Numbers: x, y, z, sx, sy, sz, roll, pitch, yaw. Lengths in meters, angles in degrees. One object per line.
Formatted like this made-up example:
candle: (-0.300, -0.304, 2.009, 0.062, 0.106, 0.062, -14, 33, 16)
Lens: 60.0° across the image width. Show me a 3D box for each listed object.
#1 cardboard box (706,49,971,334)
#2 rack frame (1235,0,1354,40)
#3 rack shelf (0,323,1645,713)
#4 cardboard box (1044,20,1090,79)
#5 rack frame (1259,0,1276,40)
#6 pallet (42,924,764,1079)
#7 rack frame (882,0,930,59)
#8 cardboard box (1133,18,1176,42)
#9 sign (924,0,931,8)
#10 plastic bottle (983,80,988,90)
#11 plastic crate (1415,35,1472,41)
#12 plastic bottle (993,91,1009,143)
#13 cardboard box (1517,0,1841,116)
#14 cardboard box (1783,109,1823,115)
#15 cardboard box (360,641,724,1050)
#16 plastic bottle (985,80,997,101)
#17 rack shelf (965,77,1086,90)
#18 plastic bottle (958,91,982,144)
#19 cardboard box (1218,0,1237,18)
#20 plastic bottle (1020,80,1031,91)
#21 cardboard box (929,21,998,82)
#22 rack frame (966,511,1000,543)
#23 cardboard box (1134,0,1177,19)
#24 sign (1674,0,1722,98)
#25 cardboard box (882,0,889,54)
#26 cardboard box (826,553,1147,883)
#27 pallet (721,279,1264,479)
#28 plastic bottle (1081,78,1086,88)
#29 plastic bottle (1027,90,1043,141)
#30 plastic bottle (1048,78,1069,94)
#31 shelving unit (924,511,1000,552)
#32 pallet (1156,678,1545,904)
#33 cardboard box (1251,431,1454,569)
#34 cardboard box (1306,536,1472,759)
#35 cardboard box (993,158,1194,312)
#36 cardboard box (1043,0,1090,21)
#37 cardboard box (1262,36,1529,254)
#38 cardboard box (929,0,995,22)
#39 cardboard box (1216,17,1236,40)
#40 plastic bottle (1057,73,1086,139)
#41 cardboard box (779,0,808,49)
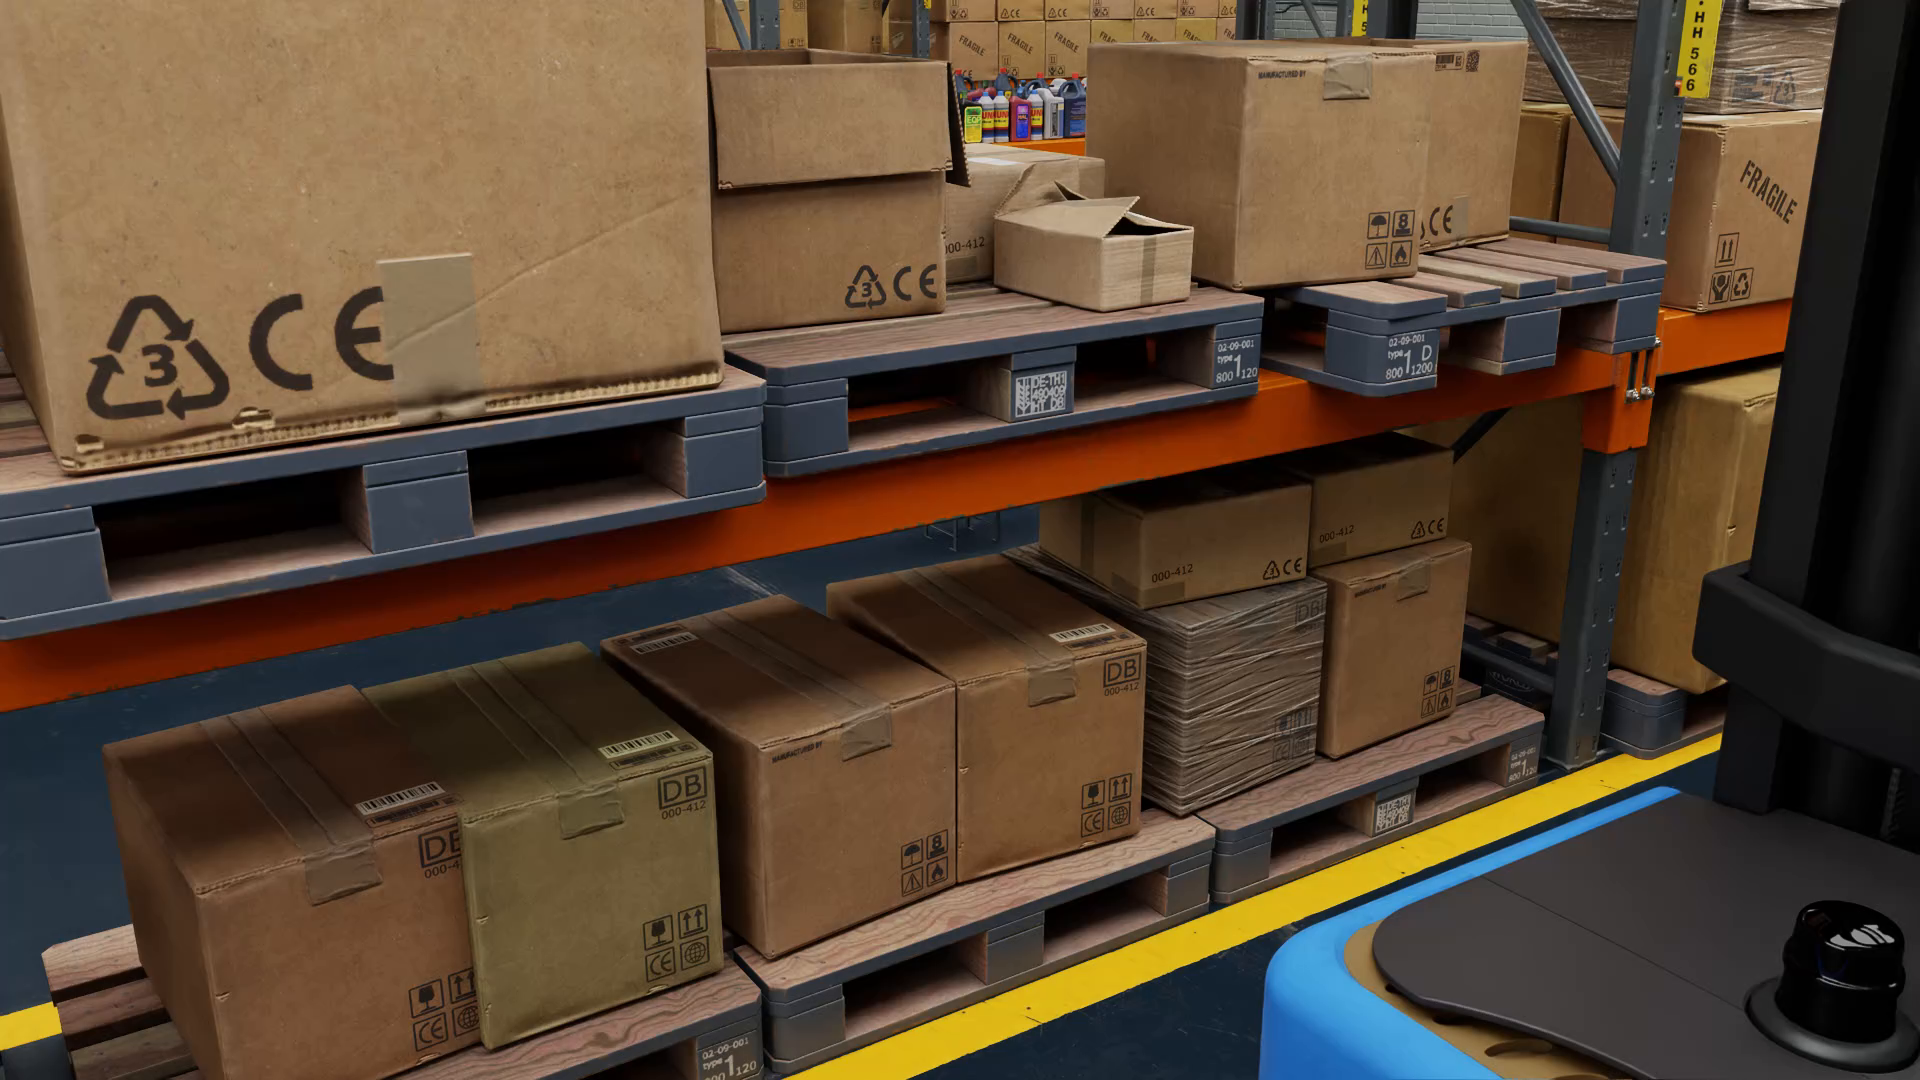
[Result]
cardboard box: (-0.422, -0.769, 3.520, 0.637, 0.503, 0.797, -9, 21, -26)
rack frame: (2.139, -2.925, 10.714, 0.127, 3.000, 1.000, -12, 22, -31)
rack shelf: (-0.148, -0.203, 3.785, 4.000, 0.370, 1.077, -12, 22, -31)
cardboard box: (0.838, -4.494, 15.197, 0.500, 0.500, 0.500, -12, 22, -32)
rack frame: (2.758, -4.956, 16.719, 0.127, 3.000, 1.000, -12, 22, -31)
pallet: (-1.169, 0.992, 3.481, 1.213, 0.211, 1.003, -12, 22, -31)
rack frame: (-0.583, -4.251, 14.635, 0.127, 3.000, 1.000, -12, 22, -31)
cardboard box: (1.683, -4.672, 15.726, 0.500, 0.500, 0.500, -12, 22, -31)
sign: (-0.274, -4.652, 14.013, 0.005, 0.325, 0.100, -12, 22, -31)
plastic bottle: (0.121, -2.608, 9.959, 0.133, 0.283, 0.061, -12, 22, -31)
plastic crate: (3.022, -3.074, 10.961, 0.583, 0.464, 0.402, -12, 22, -31)
plastic bottle: (0.221, -2.326, 9.141, 0.097, 0.271, 0.097, 0, 19, 0)
cardboard box: (2.141, -1.543, 4.903, 0.637, 0.503, 0.797, -11, 22, -30)
cardboard box: (2.507, -1.048, 5.004, 0.500, 0.500, 0.500, -13, 22, -33)
cardboard box: (-0.885, 0.603, 3.494, 0.500, 0.500, 0.700, -12, 22, -32)
plastic bottle: (0.155, -2.592, 9.910, 0.133, 0.283, 0.061, -12, 22, -31)
rack shelf: (1.088, -4.262, 15.793, 4.000, 0.370, 1.077, -12, 22, -31)
plastic bottle: (0.053, -2.289, 9.014, 0.133, 0.283, 0.061, -12, 22, -31)
cardboard box: (2.538, -5.325, 16.094, 0.500, 0.500, 0.500, -12, 22, -32)
plastic bottle: (0.382, -2.651, 10.102, 0.097, 0.271, 0.097, 0, 19, 0)
cardboard box: (-0.007, -4.315, 14.669, 0.500, 0.500, 0.500, -11, 22, -30)
rack frame: (0.092, -0.446, 6.658, 0.006, 0.900, 0.240, -12, 22, -31)
cardboard box: (1.686, -5.143, 15.556, 0.500, 0.500, 0.500, -11, 22, -30)
sign: (1.828, -1.264, 4.114, 0.005, 0.325, 0.100, -12, 22, -31)
cardboard box: (-0.991, -6.198, 19.927, 0.700, 0.700, 0.980, -12, 22, -32)
cardboard box: (0.047, 0.406, 4.077, 0.500, 0.500, 0.700, -10, 21, -27)
pallet: (-0.109, -0.446, 3.679, 1.213, 0.211, 1.003, -12, 22, -31)
plastic bottle: (0.769, -2.724, 10.312, 0.135, 0.276, 0.152, -12, 22, -31)
plastic bottle: (0.413, -2.366, 9.261, 0.097, 0.271, 0.097, 0, 19, 0)
plastic bottle: (0.575, -2.683, 10.191, 0.135, 0.276, 0.152, -12, 22, -31)
shelving unit: (0.007, -0.428, 6.605, 0.210, 0.900, 0.258, -12, 22, -31)
pallet: (0.868, 0.562, 4.752, 1.213, 0.211, 1.003, -12, 22, -31)
cardboard box: (0.979, -0.149, 4.549, 0.500, 0.250, 0.500, -11, 22, -29)
cardboard box: (0.973, 0.203, 4.677, 0.500, 0.500, 0.700, -13, 23, -34)
cardboard box: (0.278, -0.665, 3.583, 0.258, 0.266, 0.396, -13, 22, -33)
cardboard box: (0.826, -4.961, 15.019, 0.500, 0.500, 0.500, -13, 22, -33)
cardboard box: (1.093, -1.037, 4.315, 0.500, 0.500, 0.500, -15, 24, -38)
cardboard box: (-0.034, -4.780, 14.482, 0.500, 0.500, 0.500, -11, 22, -30)
cardboard box: (2.534, -4.851, 16.255, 0.500, 0.500, 0.500, -11, 22, -30)
plastic bottle: (0.631, -2.459, 9.411, 0.185, 0.351, 0.144, -12, 22, -31)
cardboard box: (-1.641, -4.336, 14.074, 0.500, 0.500, 0.700, -8, 20, -23)
